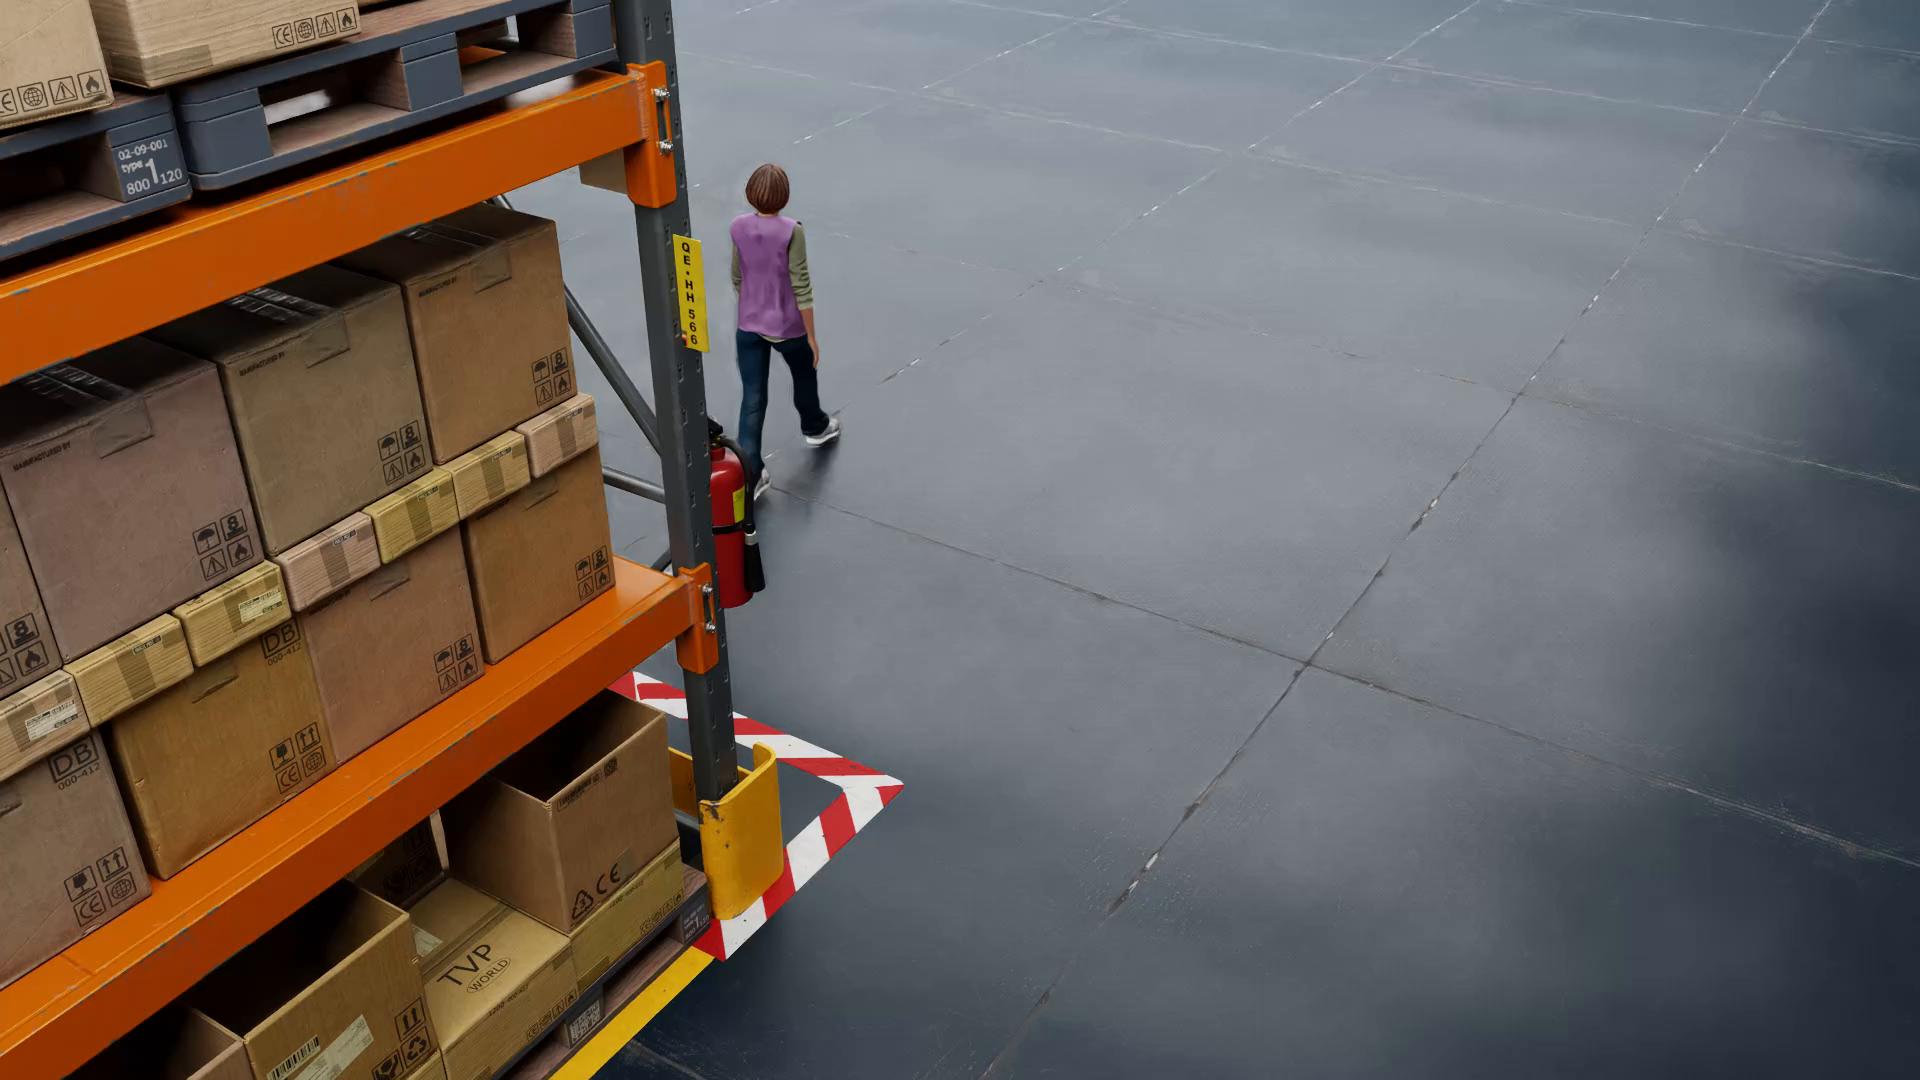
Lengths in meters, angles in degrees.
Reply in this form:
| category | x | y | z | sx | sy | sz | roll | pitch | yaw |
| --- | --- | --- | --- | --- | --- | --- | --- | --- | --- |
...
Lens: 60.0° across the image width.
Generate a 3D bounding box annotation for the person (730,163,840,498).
| category | x | y | z | sx | sy | sz | roll | pitch | yaw |
| --- | --- | --- | --- | --- | --- | --- | --- | --- | --- |
| person | -0.849 | -1.037 | 7.859 | 0.479 | 1.549 | 0.926 | 8 | 32 | 13 |
